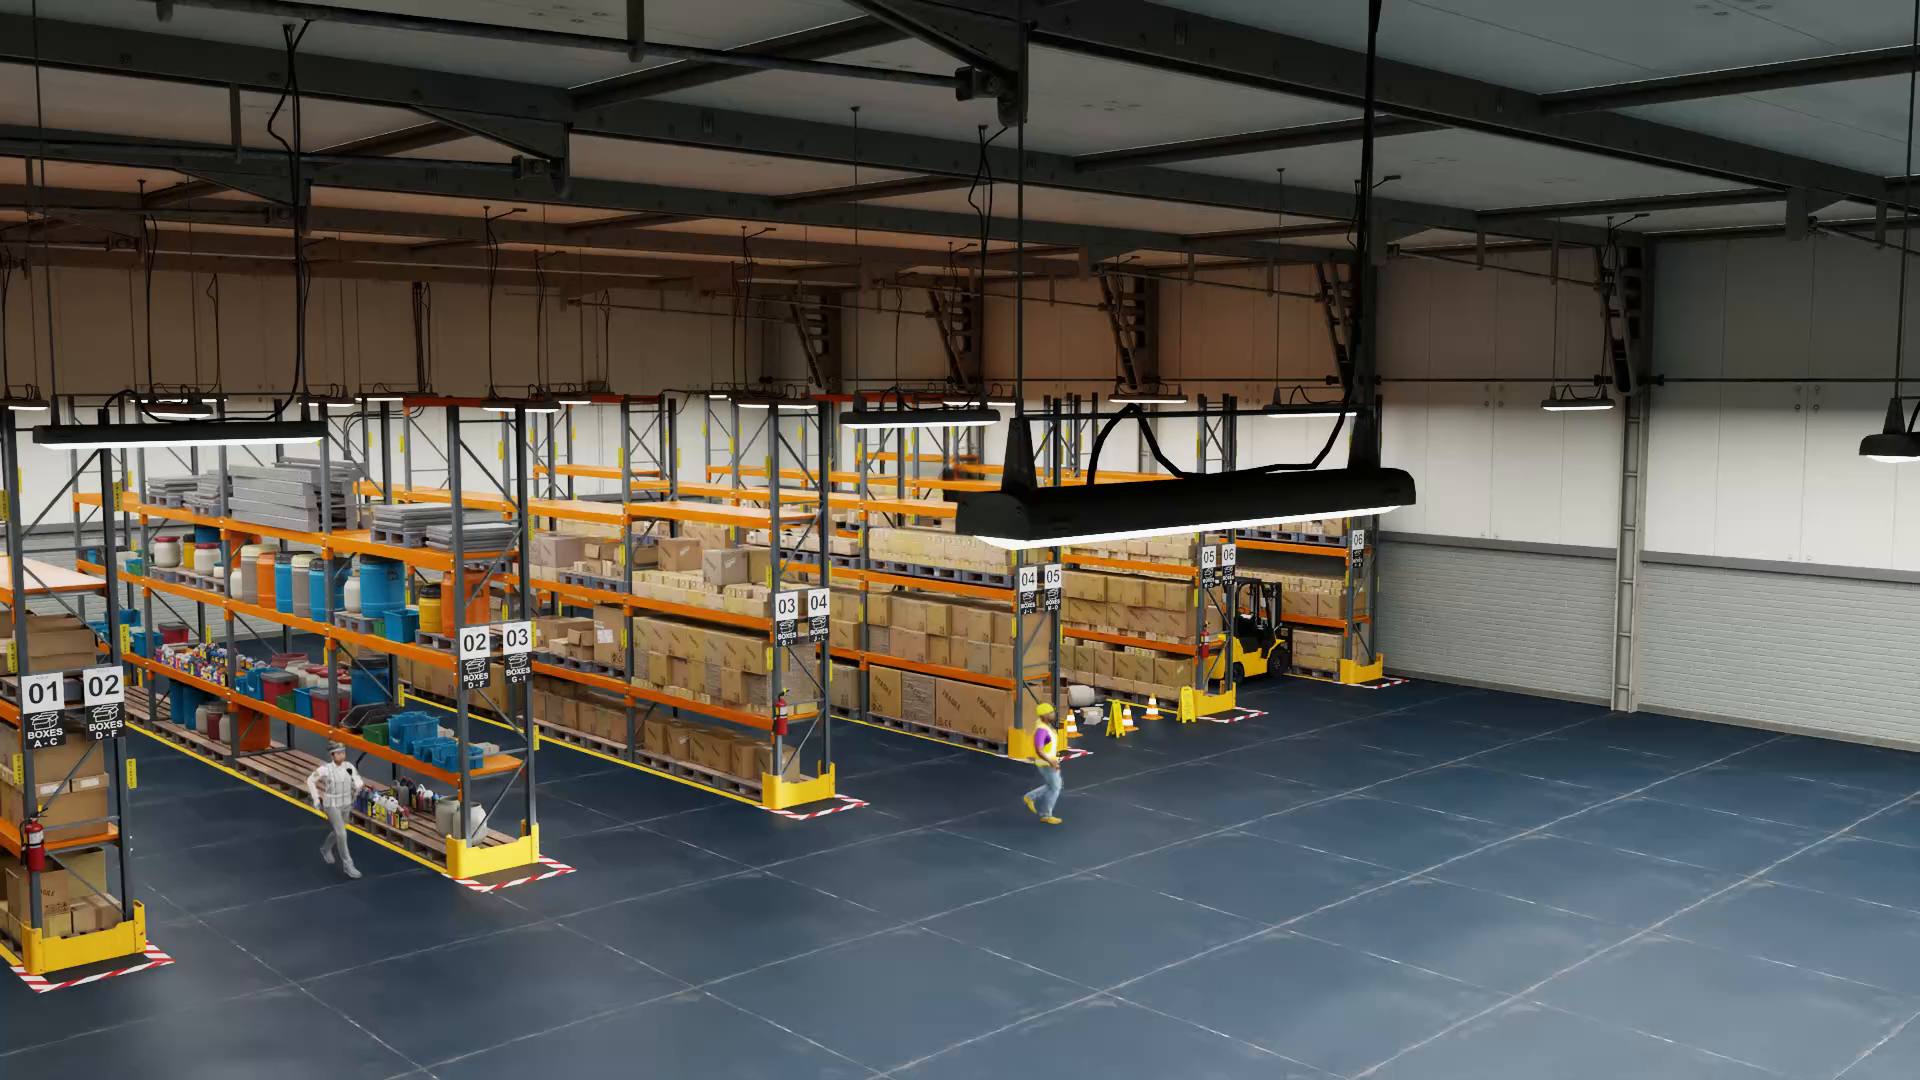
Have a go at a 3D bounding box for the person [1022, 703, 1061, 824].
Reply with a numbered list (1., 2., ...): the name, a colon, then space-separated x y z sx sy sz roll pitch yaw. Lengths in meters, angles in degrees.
1. person: 1.173 3.182 23.764 0.561 1.732 0.693 0 6 2

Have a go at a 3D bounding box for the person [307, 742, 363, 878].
1. person: -7.966 3.407 21.278 0.926 1.699 0.600 4 7 36

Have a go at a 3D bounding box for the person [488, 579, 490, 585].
1. person: -11.206 1.723 38.927 0.778 1.687 0.708 1 6 14
